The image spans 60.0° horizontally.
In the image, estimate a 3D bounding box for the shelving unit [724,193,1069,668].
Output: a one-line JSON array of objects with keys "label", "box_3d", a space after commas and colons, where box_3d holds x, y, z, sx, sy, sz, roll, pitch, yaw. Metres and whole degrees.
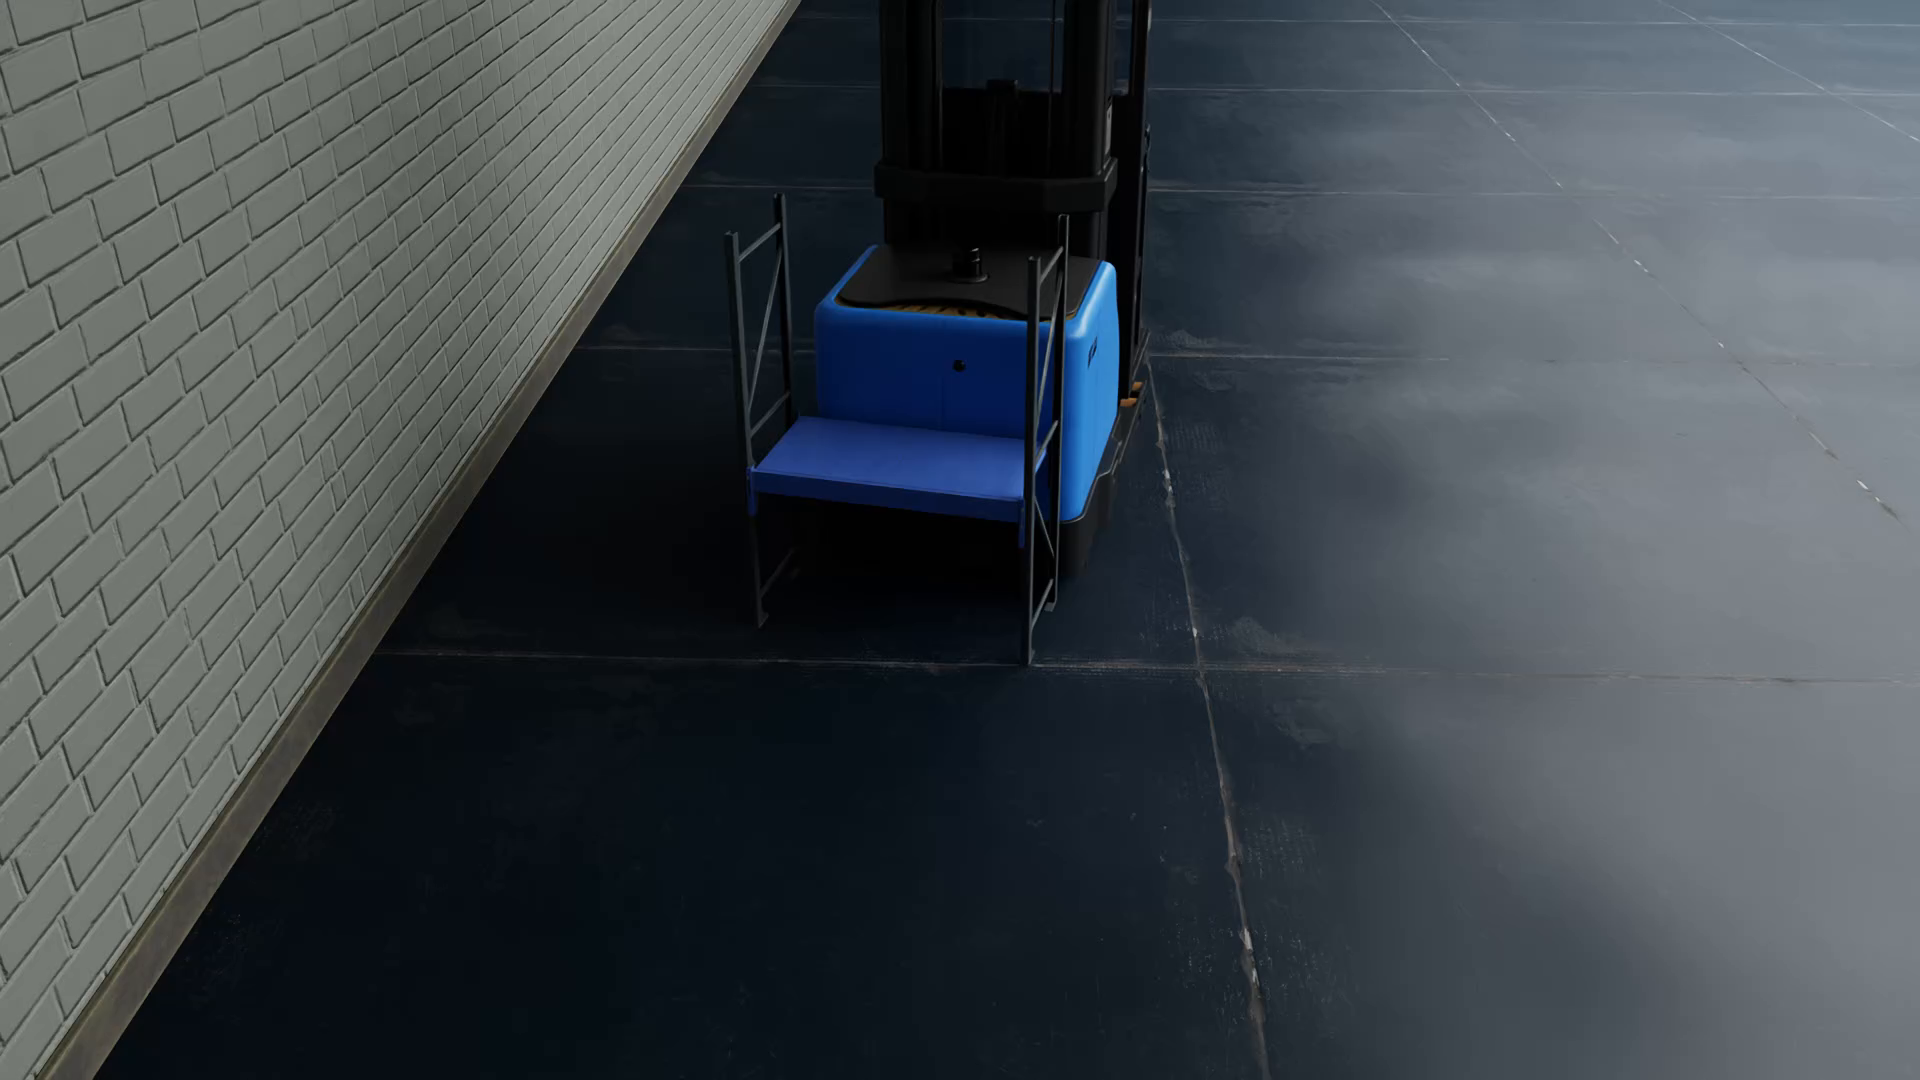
[{"label": "shelving unit", "box_3d": [-0.201, -0.386, 5.876, 1.048, 1.500, 0.538, 7, 29, 13]}]

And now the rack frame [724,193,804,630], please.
[{"label": "rack frame", "box_3d": [-0.693, -0.446, 5.990, 0.032, 1.500, 0.500, 7, 29, 13]}]

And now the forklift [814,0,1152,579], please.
[{"label": "forklift", "box_3d": [0.270, -1.817, 7.049, 1.130, 2.935, 3.031, 6, 29, 11]}]

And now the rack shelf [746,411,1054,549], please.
[{"label": "rack shelf", "box_3d": [-0.201, -0.227, 5.961, 1.000, 0.185, 0.538, 7, 29, 13]}]

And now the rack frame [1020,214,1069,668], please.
[{"label": "rack frame", "box_3d": [0.291, -0.325, 5.762, 0.032, 1.500, 0.500, 7, 29, 13]}]
